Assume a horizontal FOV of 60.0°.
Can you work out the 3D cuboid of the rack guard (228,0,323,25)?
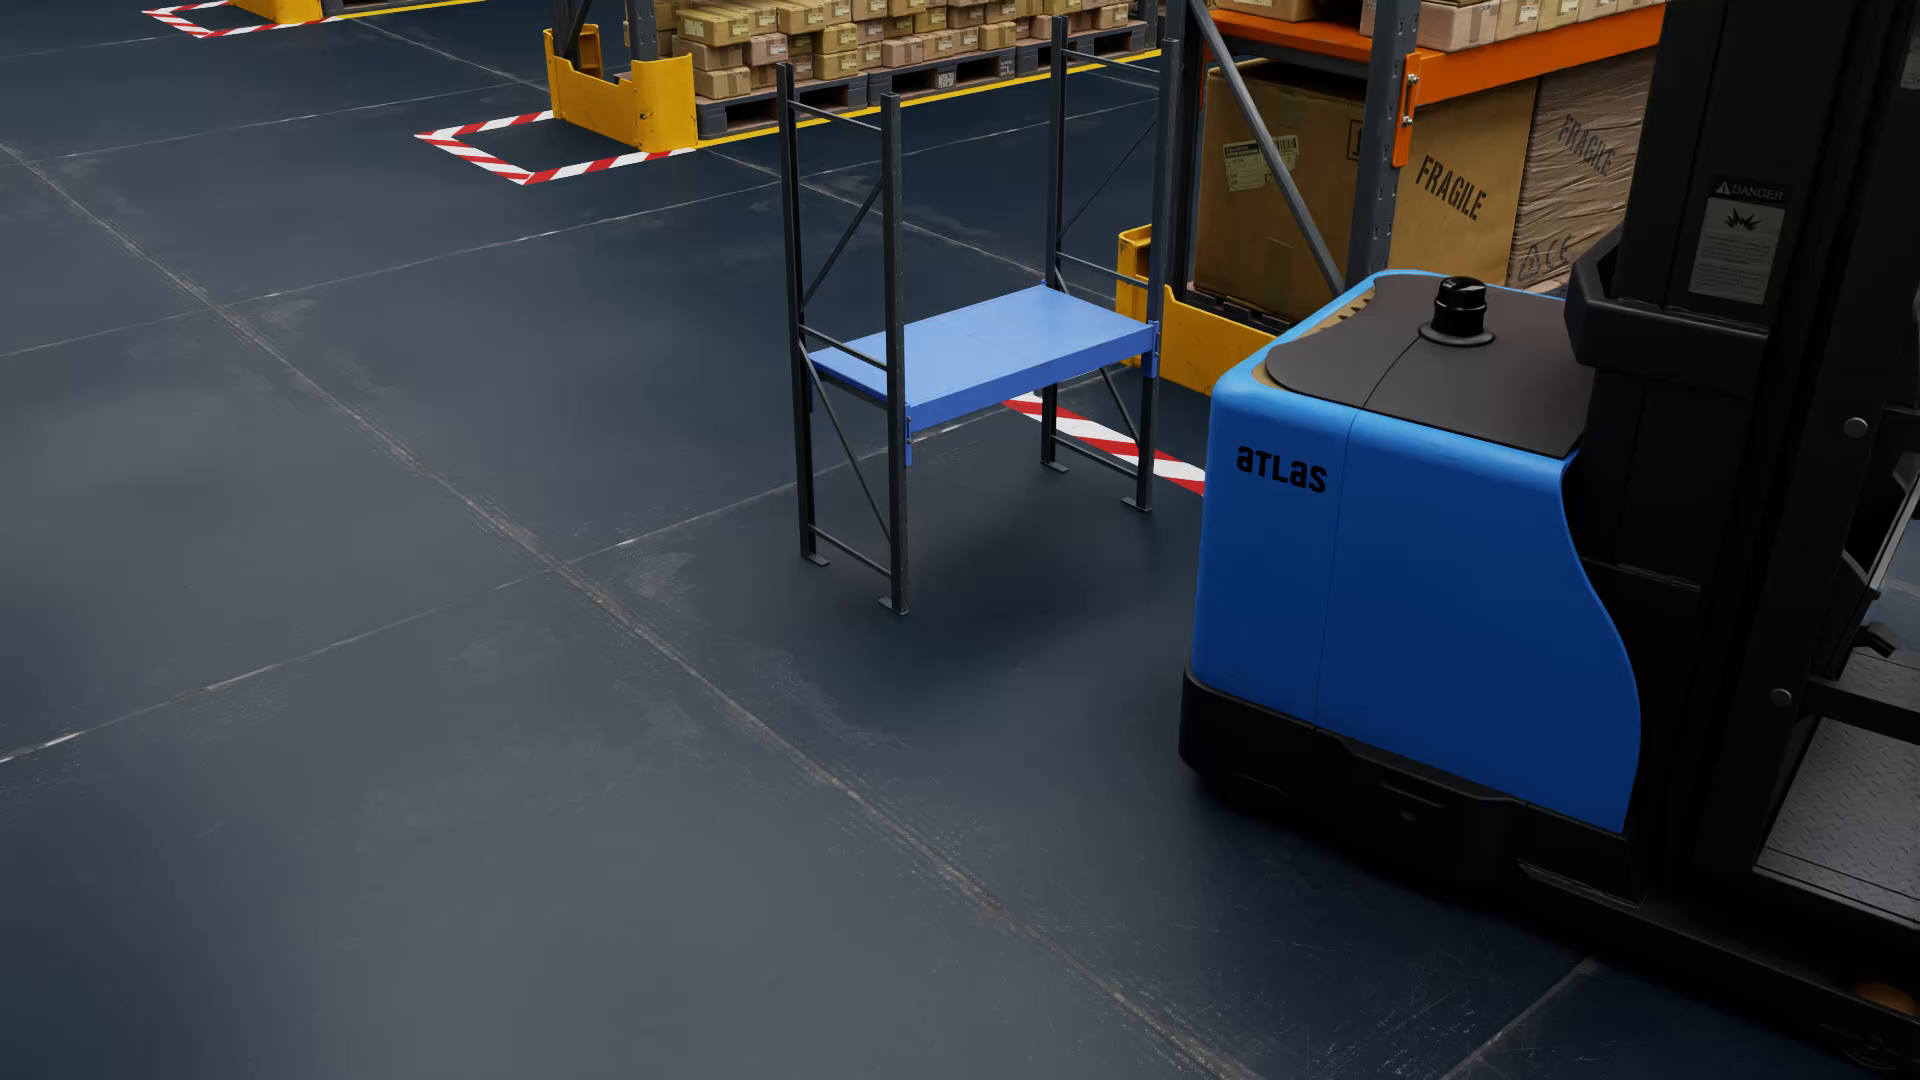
[{"bbox_3d":[-5.340,-4.344,12.848,0.348,0.500,1.175,-22,35,-35],"label":"rack guard"}]

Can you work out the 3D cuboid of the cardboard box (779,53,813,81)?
[{"bbox_3d":[-1.095,-2.871,10.018,0.250,0.149,0.380,-21,35,-34],"label":"cardboard box"}]

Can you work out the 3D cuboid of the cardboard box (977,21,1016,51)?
[{"bbox_3d":[0.147,-3.302,10.826,0.250,0.149,0.380,-22,35,-35],"label":"cardboard box"}]

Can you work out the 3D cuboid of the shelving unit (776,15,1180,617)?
[{"bbox_3d":[0.065,-0.688,4.945,1.048,1.500,0.538,-22,35,-35],"label":"shelving unit"}]

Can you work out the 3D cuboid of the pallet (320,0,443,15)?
[{"bbox_3d":[-4.764,-4.496,13.440,1.213,0.211,1.003,-22,35,-35],"label":"pallet"}]

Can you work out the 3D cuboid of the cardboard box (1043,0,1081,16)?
[{"bbox_3d":[0.588,-3.606,11.079,0.250,0.149,0.380,-23,36,-37],"label":"cardboard box"}]

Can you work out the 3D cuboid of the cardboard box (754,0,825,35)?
[{"bbox_3d":[-1.006,-3.097,9.810,0.250,0.149,0.380,-22,35,-35],"label":"cardboard box"}]

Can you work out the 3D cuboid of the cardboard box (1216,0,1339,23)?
[{"bbox_3d":[1.168,-2.016,6.107,0.250,0.149,0.380,-21,35,-34],"label":"cardboard box"}]

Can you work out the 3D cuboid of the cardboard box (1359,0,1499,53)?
[{"bbox_3d":[1.595,-1.780,5.664,0.250,0.149,0.380,-21,35,-34],"label":"cardboard box"}]

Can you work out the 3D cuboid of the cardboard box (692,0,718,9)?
[{"bbox_3d":[-1.565,-3.209,10.020,0.250,0.149,0.380,-21,35,-34],"label":"cardboard box"}]

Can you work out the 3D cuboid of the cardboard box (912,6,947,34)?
[{"bbox_3d":[-0.296,-3.339,10.578,0.250,0.149,0.380,-20,34,-33],"label":"cardboard box"}]

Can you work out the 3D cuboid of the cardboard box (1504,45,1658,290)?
[{"bbox_3d":[2.238,-1.651,6.966,0.875,0.875,0.875,-22,35,-35],"label":"cardboard box"}]

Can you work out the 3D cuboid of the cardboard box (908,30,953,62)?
[{"bbox_3d":[-0.257,-3.161,10.561,0.250,0.149,0.380,-22,35,-35],"label":"cardboard box"}]

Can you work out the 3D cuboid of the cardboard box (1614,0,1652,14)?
[{"bbox_3d":[2.375,-2.095,6.253,0.250,0.149,0.380,-23,36,-36],"label":"cardboard box"}]

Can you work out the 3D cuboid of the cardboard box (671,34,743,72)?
[{"bbox_3d":[-1.467,-2.837,9.639,0.250,0.149,0.380,-20,34,-33],"label":"cardboard box"}]

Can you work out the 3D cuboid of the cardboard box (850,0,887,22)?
[{"bbox_3d":[-0.654,-3.284,10.160,0.250,0.149,0.380,-20,34,-33],"label":"cardboard box"}]

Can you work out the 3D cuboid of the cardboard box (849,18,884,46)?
[{"bbox_3d":[-0.687,-3.162,10.247,0.250,0.149,0.380,-24,36,-37],"label":"cardboard box"}]

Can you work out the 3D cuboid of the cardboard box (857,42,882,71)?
[{"bbox_3d":[-0.697,-3.022,10.301,0.250,0.149,0.380,-22,35,-35],"label":"cardboard box"}]

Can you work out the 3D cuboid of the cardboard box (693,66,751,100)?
[{"bbox_3d":[-1.425,-2.683,9.667,0.250,0.149,0.380,-21,35,-34],"label":"cardboard box"}]

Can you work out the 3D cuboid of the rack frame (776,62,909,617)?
[{"bbox_3d":[-0.322,-0.532,4.654,0.032,1.500,0.500,-22,35,-35],"label":"rack frame"}]

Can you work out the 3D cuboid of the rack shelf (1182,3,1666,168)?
[{"bbox_3d":[2.632,-2.195,6.937,4.000,0.370,1.077,-22,35,-35],"label":"rack shelf"}]

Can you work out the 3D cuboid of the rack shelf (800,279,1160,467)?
[{"bbox_3d":[0.065,-0.529,5.030,1.000,0.185,0.538,-22,35,-35],"label":"rack shelf"}]

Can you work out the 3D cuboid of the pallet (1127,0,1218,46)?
[{"bbox_3d":[1.603,-3.942,12.402,1.213,0.211,1.003,-22,35,-35],"label":"pallet"}]

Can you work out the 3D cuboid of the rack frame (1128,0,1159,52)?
[{"bbox_3d":[1.011,-4.933,11.298,0.127,3.000,1.000,-22,35,-35],"label":"rack frame"}]

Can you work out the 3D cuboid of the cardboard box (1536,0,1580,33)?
[{"bbox_3d":[1.984,-1.937,5.959,0.250,0.149,0.380,-23,36,-36],"label":"cardboard box"}]

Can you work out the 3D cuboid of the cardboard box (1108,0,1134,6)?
[{"bbox_3d":[0.978,-3.782,11.408,0.250,0.149,0.380,-21,35,-34],"label":"cardboard box"}]

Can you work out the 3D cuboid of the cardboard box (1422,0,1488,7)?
[{"bbox_3d":[1.651,-2.015,5.682,0.500,0.250,0.500,-23,36,-36],"label":"cardboard box"}]

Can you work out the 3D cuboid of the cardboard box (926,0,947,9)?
[{"bbox_3d":[-0.295,-3.459,10.488,0.250,0.149,0.380,-22,35,-35],"label":"cardboard box"}]

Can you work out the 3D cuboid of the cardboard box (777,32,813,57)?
[{"bbox_3d":[-1.093,-3.007,9.958,0.250,0.149,0.380,-21,35,-34],"label":"cardboard box"}]

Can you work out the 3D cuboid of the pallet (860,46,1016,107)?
[{"bbox_3d":[-0.405,-3.110,10.845,1.213,0.211,1.003,-22,35,-35],"label":"pallet"}]

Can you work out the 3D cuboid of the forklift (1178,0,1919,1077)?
[{"bbox_3d":[2.035,-0.479,3.037,3.031,2.935,1.130,19,33,31],"label":"forklift"}]

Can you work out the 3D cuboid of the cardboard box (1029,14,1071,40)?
[{"bbox_3d":[0.523,-3.465,11.131,0.250,0.149,0.380,-23,36,-36],"label":"cardboard box"}]

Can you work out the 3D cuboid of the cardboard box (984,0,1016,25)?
[{"bbox_3d":[0.152,-3.480,10.843,0.250,0.149,0.380,-21,35,-34],"label":"cardboard box"}]

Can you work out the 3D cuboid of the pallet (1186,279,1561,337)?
[{"bbox_3d":[1.668,-0.943,6.790,1.213,0.211,1.003,-22,35,-35],"label":"pallet"}]

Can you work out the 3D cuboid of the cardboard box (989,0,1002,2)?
[{"bbox_3d":[0.162,-3.583,10.720,0.250,0.149,0.380,-24,36,-37],"label":"cardboard box"}]

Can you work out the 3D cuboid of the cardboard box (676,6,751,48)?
[{"bbox_3d":[-1.413,-2.938,9.513,0.250,0.149,0.380,-24,36,-37],"label":"cardboard box"}]

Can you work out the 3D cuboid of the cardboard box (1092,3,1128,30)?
[{"bbox_3d":[0.934,-3.619,11.418,0.250,0.149,0.380,-21,35,-34],"label":"cardboard box"}]
